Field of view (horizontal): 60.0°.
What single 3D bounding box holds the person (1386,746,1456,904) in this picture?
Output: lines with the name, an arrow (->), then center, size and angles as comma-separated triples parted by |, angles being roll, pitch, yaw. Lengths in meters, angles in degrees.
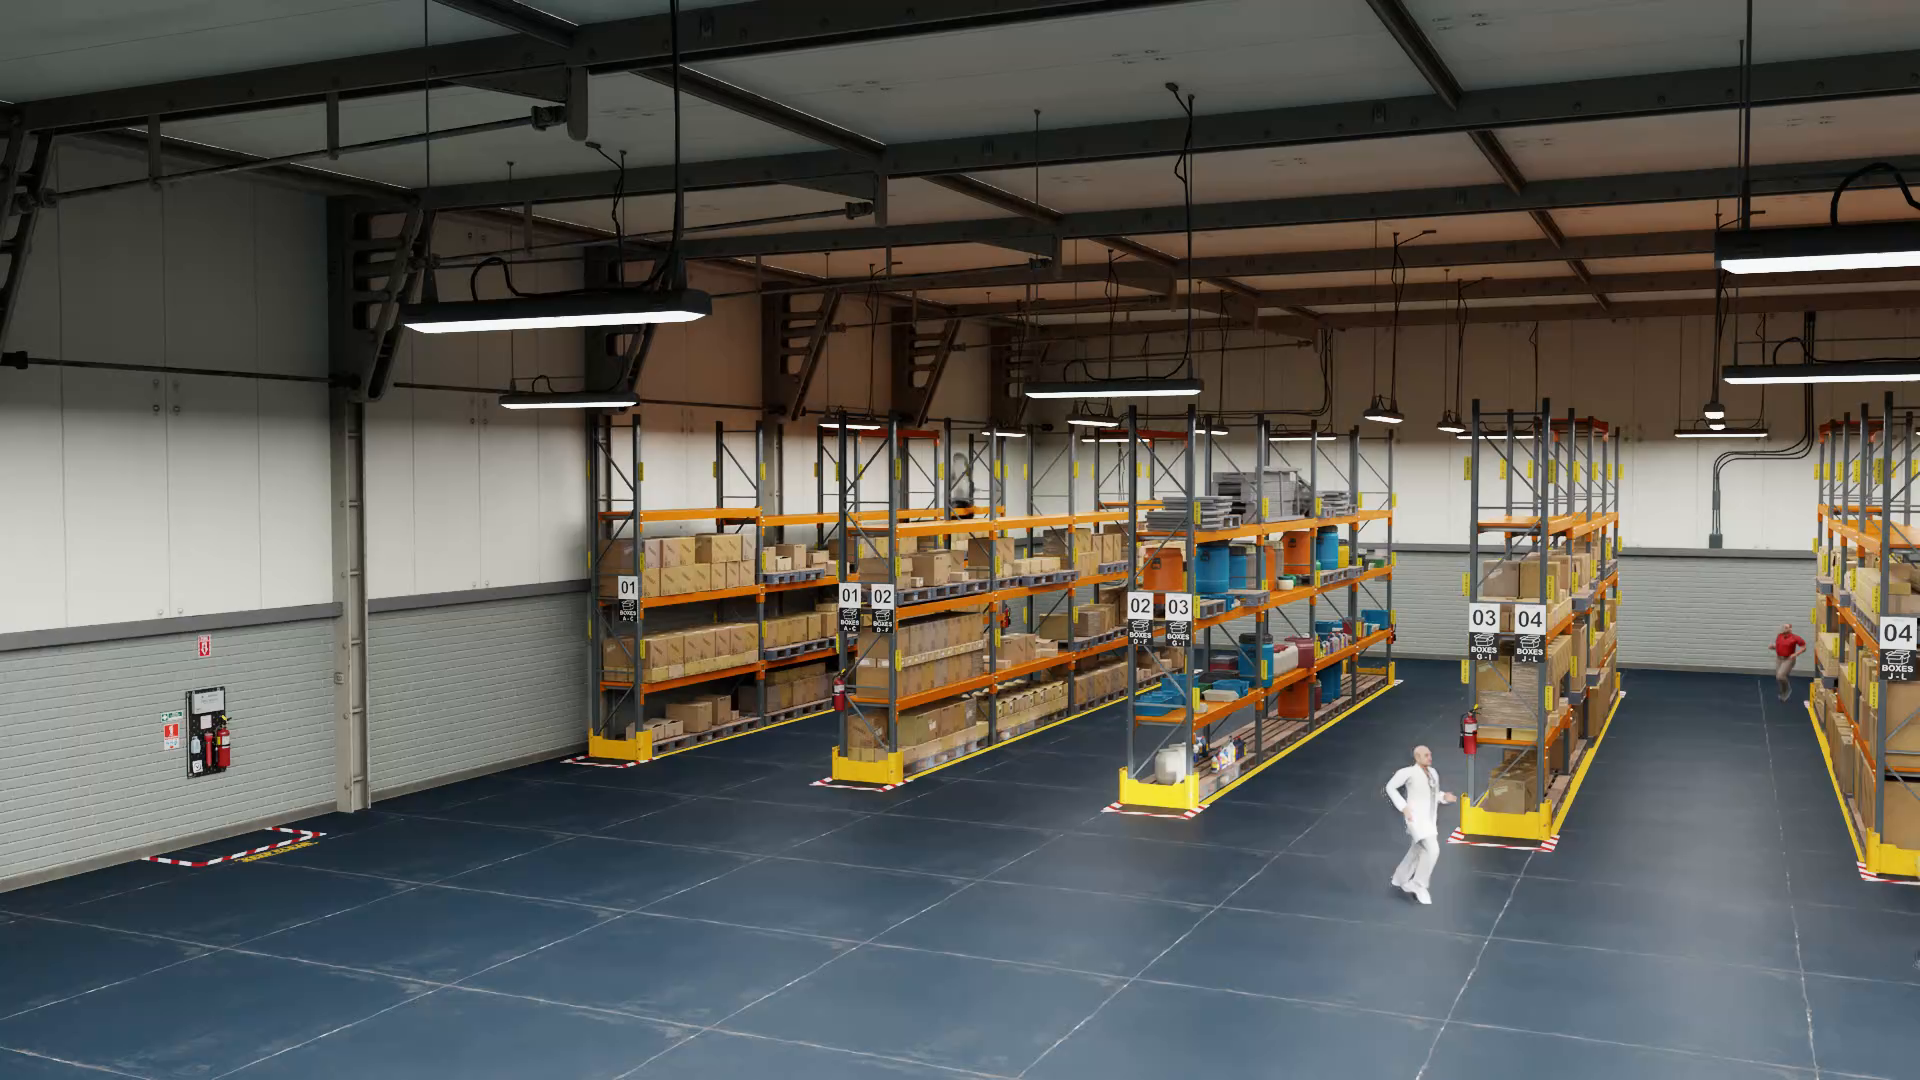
person -> 5.399, 3.324, 19.466 | 0.680, 1.832, 0.824 | -2, 3, -42

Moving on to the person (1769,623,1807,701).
person -> 18.011, 2.677, 36.296 | 0.687, 1.736, 0.663 | -1, 2, -20
